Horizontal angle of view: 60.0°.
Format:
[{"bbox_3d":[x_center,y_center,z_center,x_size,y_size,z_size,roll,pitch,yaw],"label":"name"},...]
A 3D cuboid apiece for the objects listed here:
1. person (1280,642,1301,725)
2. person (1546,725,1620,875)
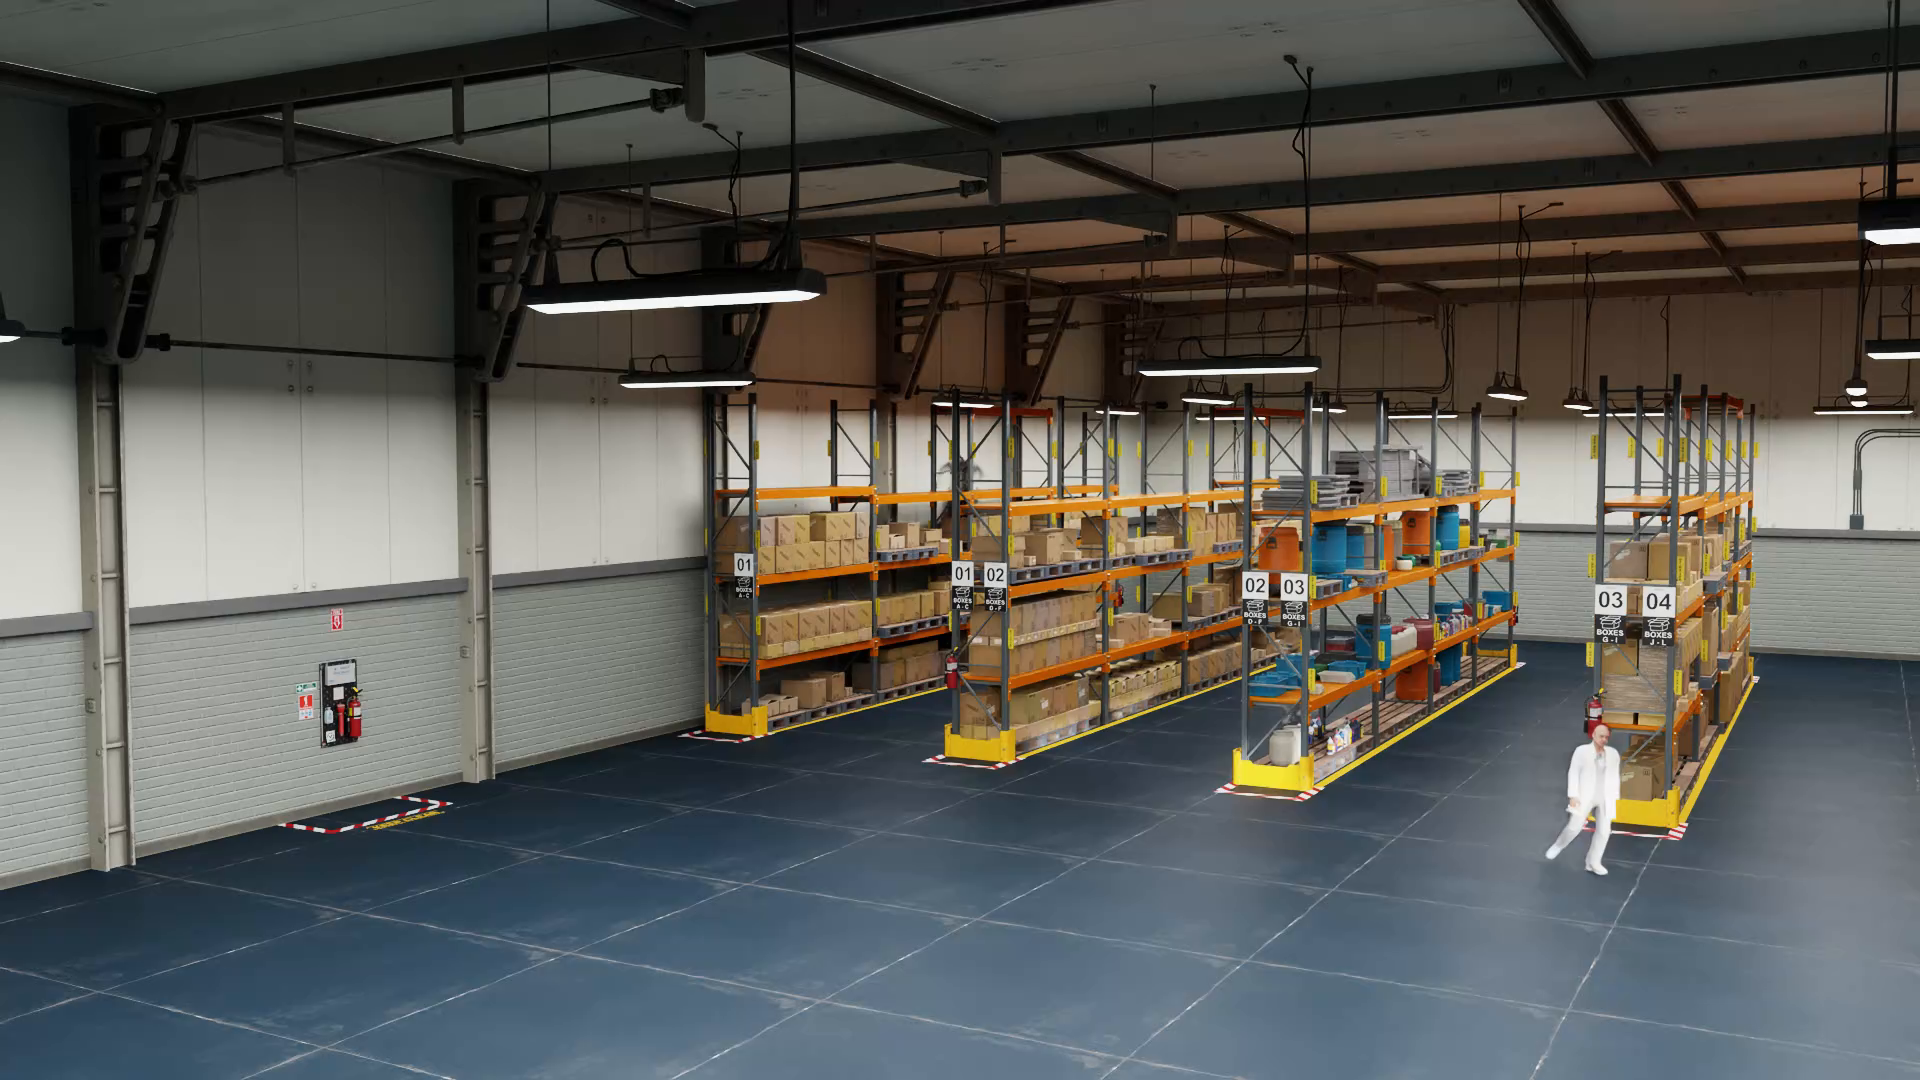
[{"bbox_3d":[6.169,2.604,30.545,0.611,1.518,1.015,3,4,39],"label":"person"},{"bbox_3d":[7.414,3.044,19.746,0.762,1.751,0.659,0,3,4],"label":"person"}]
